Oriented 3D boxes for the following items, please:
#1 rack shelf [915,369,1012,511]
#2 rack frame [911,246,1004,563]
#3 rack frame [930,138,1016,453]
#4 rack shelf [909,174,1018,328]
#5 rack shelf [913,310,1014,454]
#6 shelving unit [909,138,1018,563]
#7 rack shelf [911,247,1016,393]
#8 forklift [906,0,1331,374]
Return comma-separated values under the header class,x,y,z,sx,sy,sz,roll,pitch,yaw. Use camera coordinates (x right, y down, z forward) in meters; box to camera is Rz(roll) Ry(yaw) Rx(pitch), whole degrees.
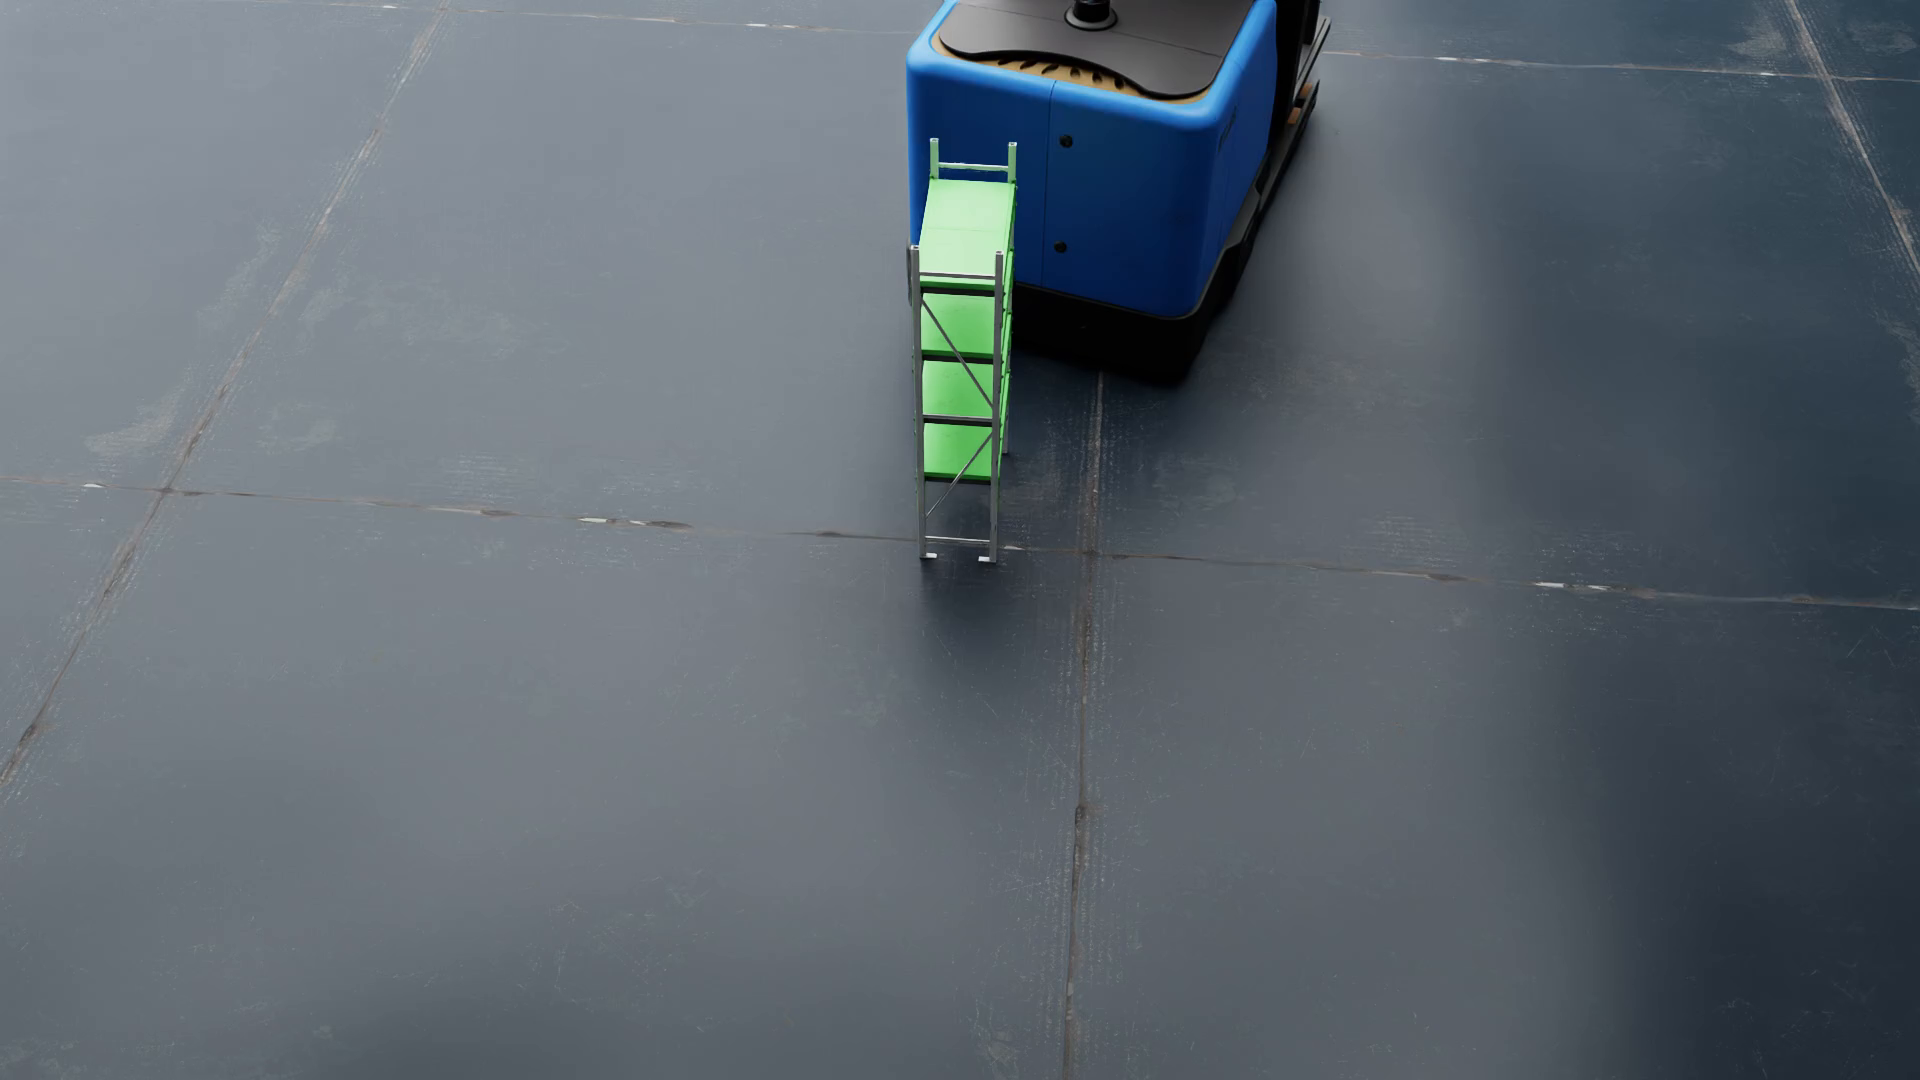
class,x,y,z,sx,sy,sz,roll,pitch,yaw
rack shelf,0.015,-0.321,5.143,0.258,0.148,0.480,4,48,4
rack frame,-0.007,-0.347,4.754,0.240,1.200,0.015,4,48,4
rack frame,0.037,-0.706,5.082,0.240,1.200,0.015,4,48,4
rack shelf,0.015,-0.807,4.611,0.258,0.148,0.480,4,48,4
rack shelf,0.015,-0.483,4.966,0.258,0.148,0.480,4,48,4
shelving unit,0.015,-0.527,4.918,0.258,1.200,0.503,4,48,4
rack shelf,0.015,-0.645,4.789,0.258,0.148,0.480,4,48,4
forklift,0.819,-2.665,5.701,1.130,2.935,3.031,16,50,14
